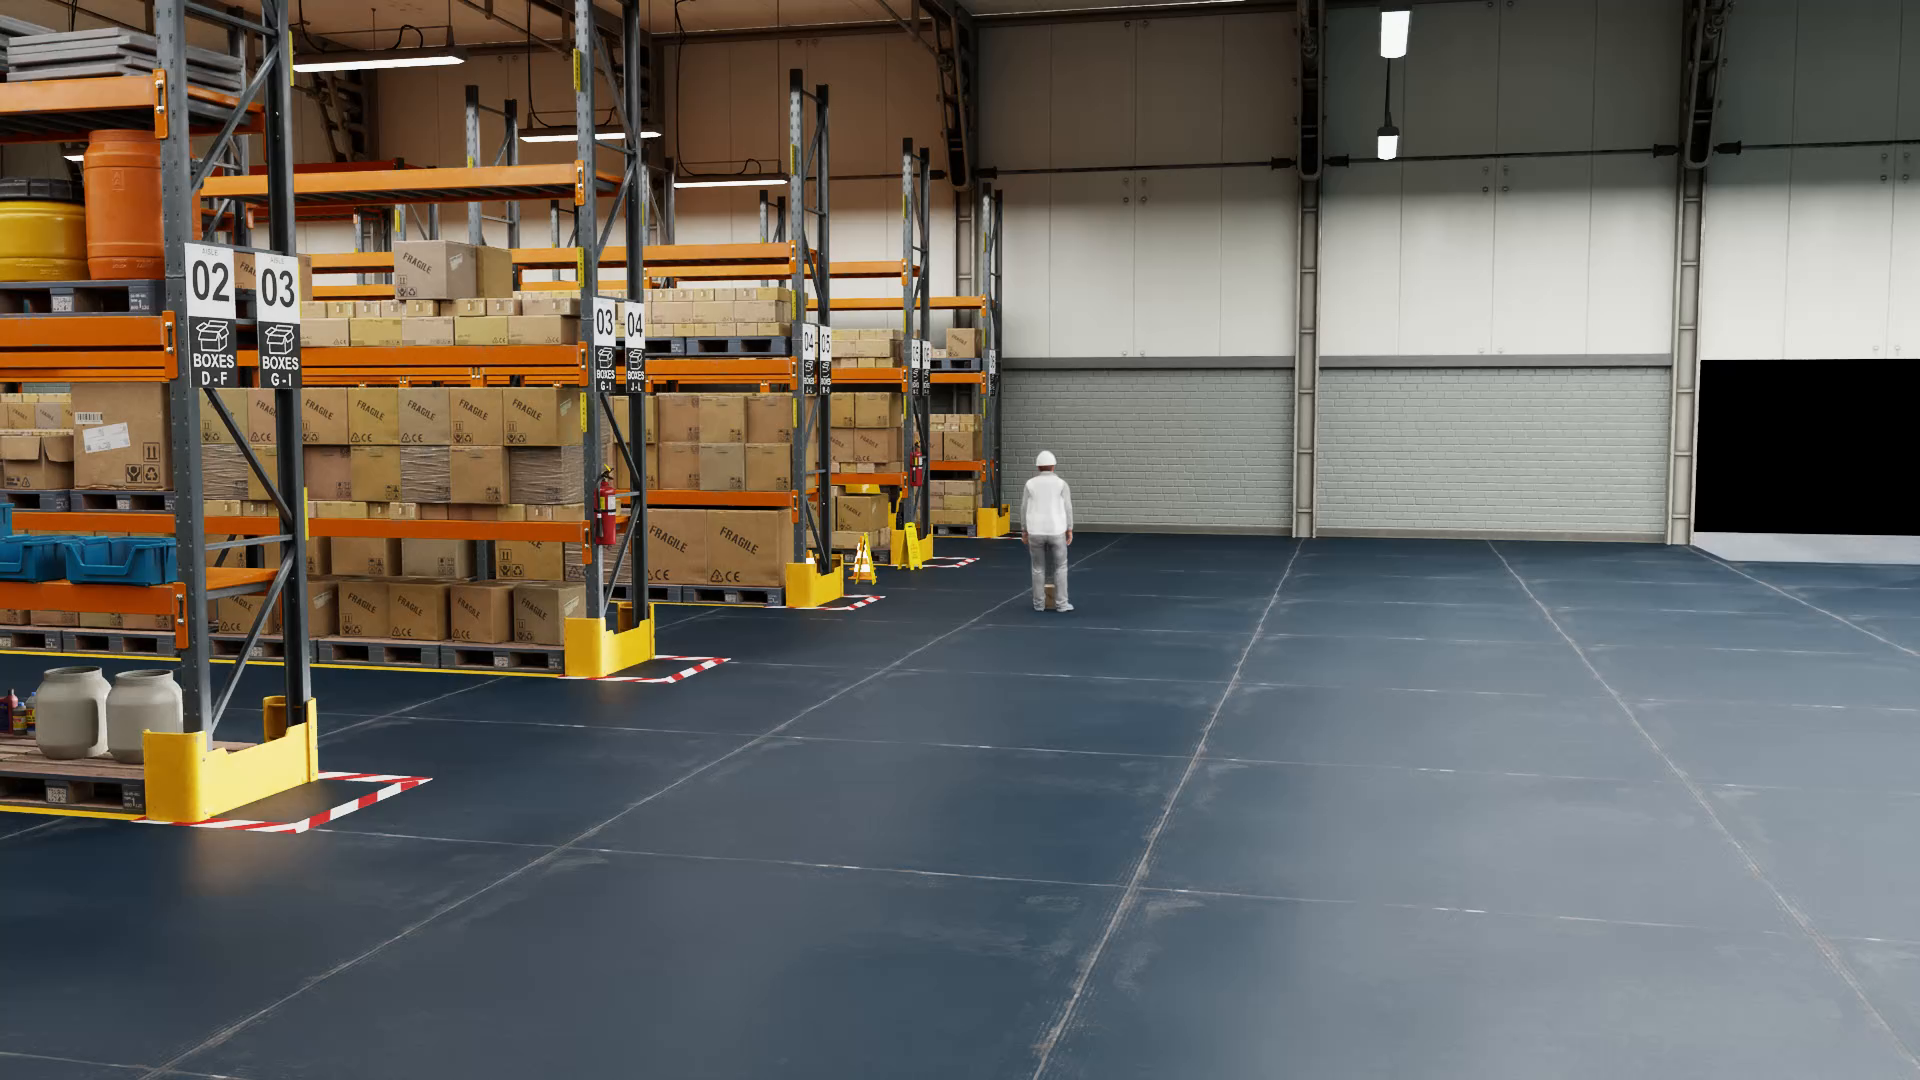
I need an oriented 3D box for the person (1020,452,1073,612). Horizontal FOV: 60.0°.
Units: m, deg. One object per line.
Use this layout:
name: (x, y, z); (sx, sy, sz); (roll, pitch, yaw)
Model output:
person: (0.967, -0.092, 18.487); (0.582, 1.767, 0.476); (1, 5, 11)
